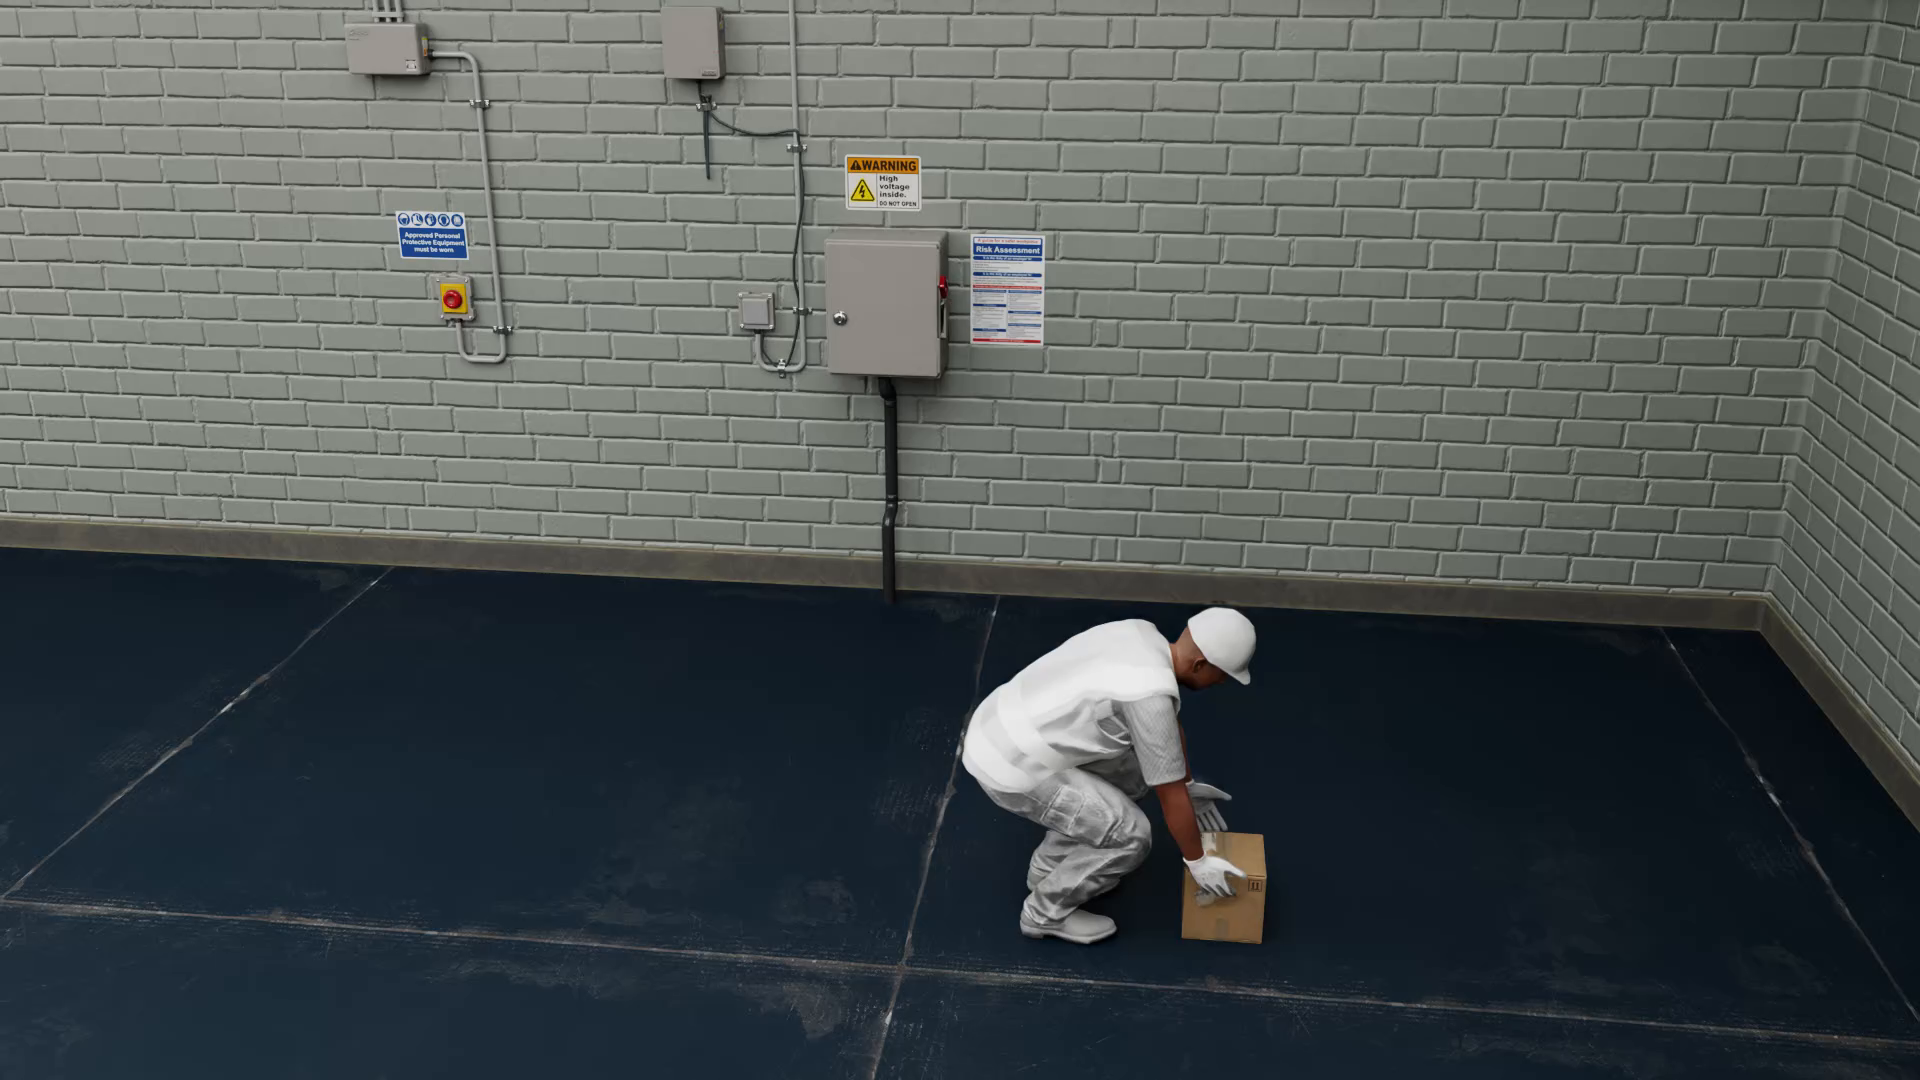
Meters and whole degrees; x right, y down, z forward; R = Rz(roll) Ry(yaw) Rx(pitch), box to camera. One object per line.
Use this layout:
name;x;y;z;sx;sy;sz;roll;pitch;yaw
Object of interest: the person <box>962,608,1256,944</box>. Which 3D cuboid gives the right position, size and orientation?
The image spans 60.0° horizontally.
person;0.461;0.699;5.246;0.890;1.061;0.585;2;21;6
